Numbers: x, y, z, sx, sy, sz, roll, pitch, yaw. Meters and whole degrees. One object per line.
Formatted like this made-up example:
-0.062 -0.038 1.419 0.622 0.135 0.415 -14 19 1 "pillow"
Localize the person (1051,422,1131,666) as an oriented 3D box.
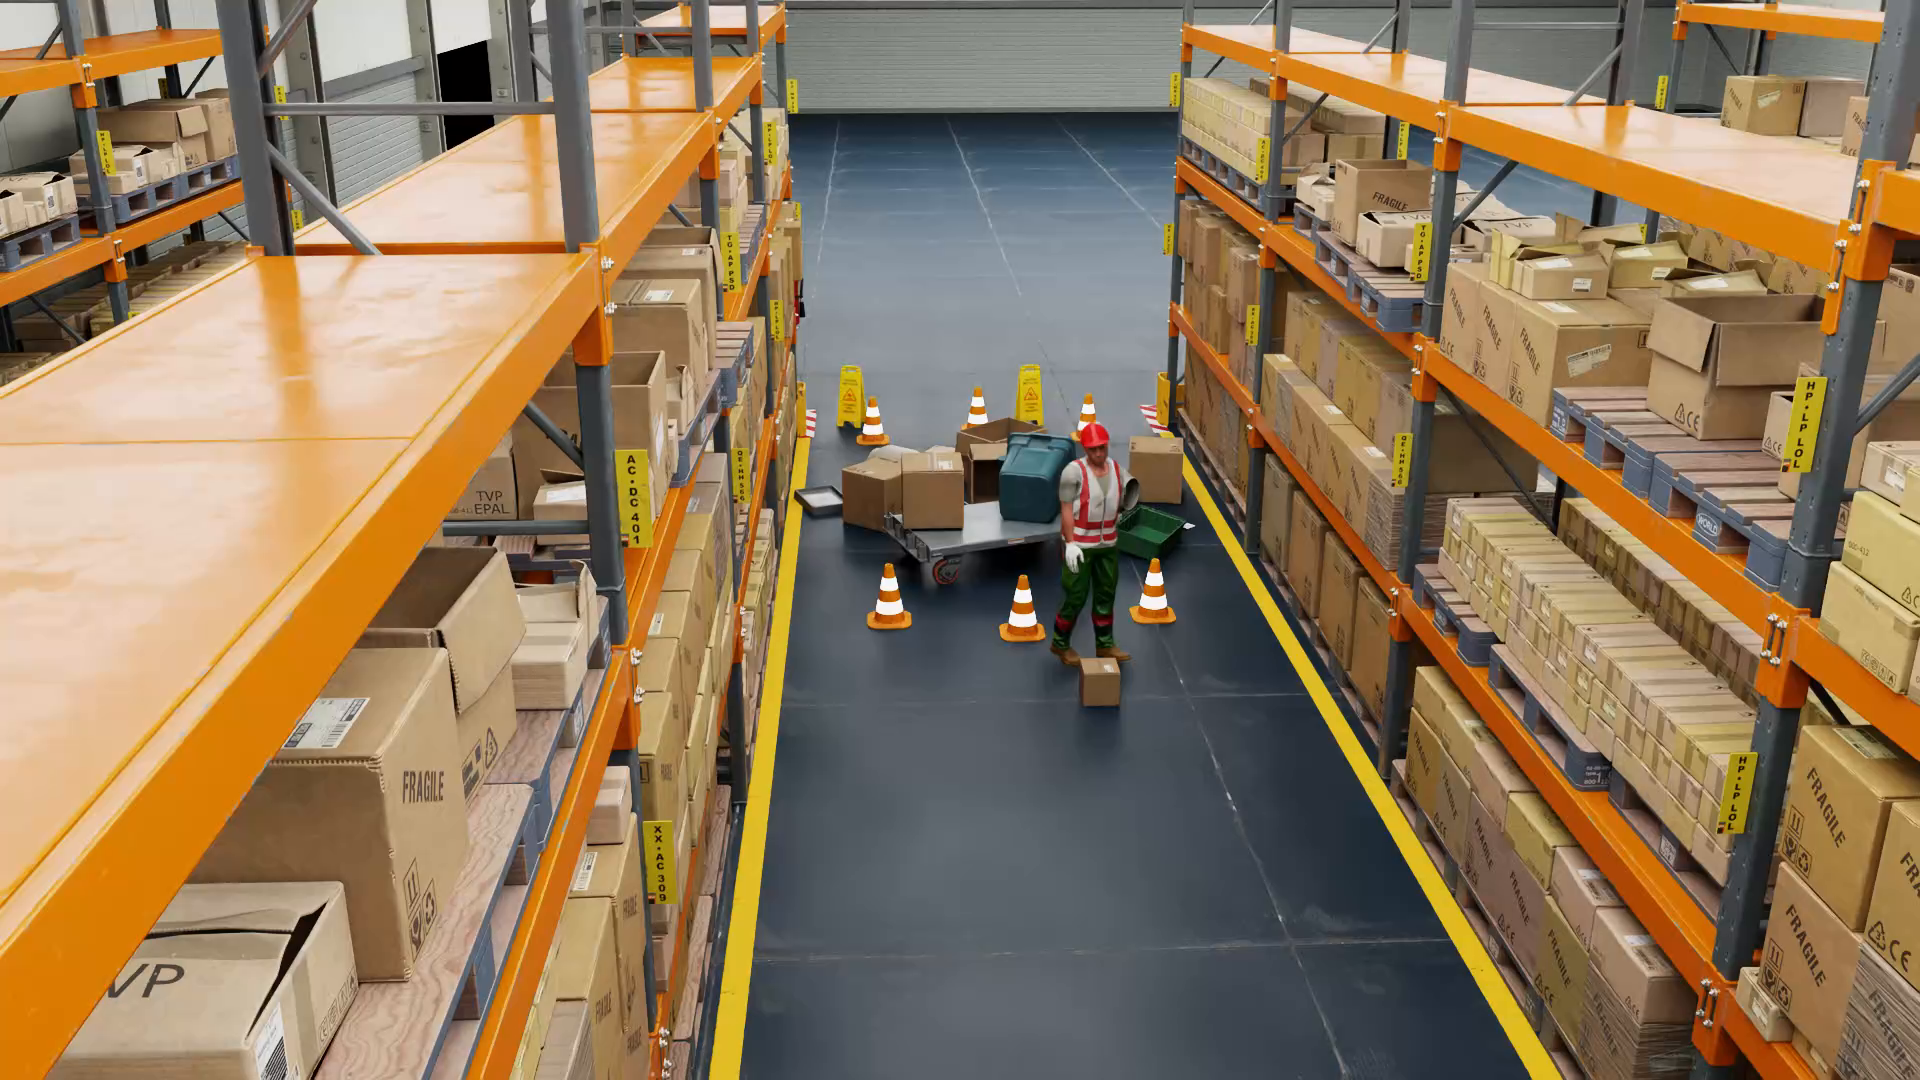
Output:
0.933 0.036 11.719 0.539 1.794 0.413 -11 23 -28 "person"
